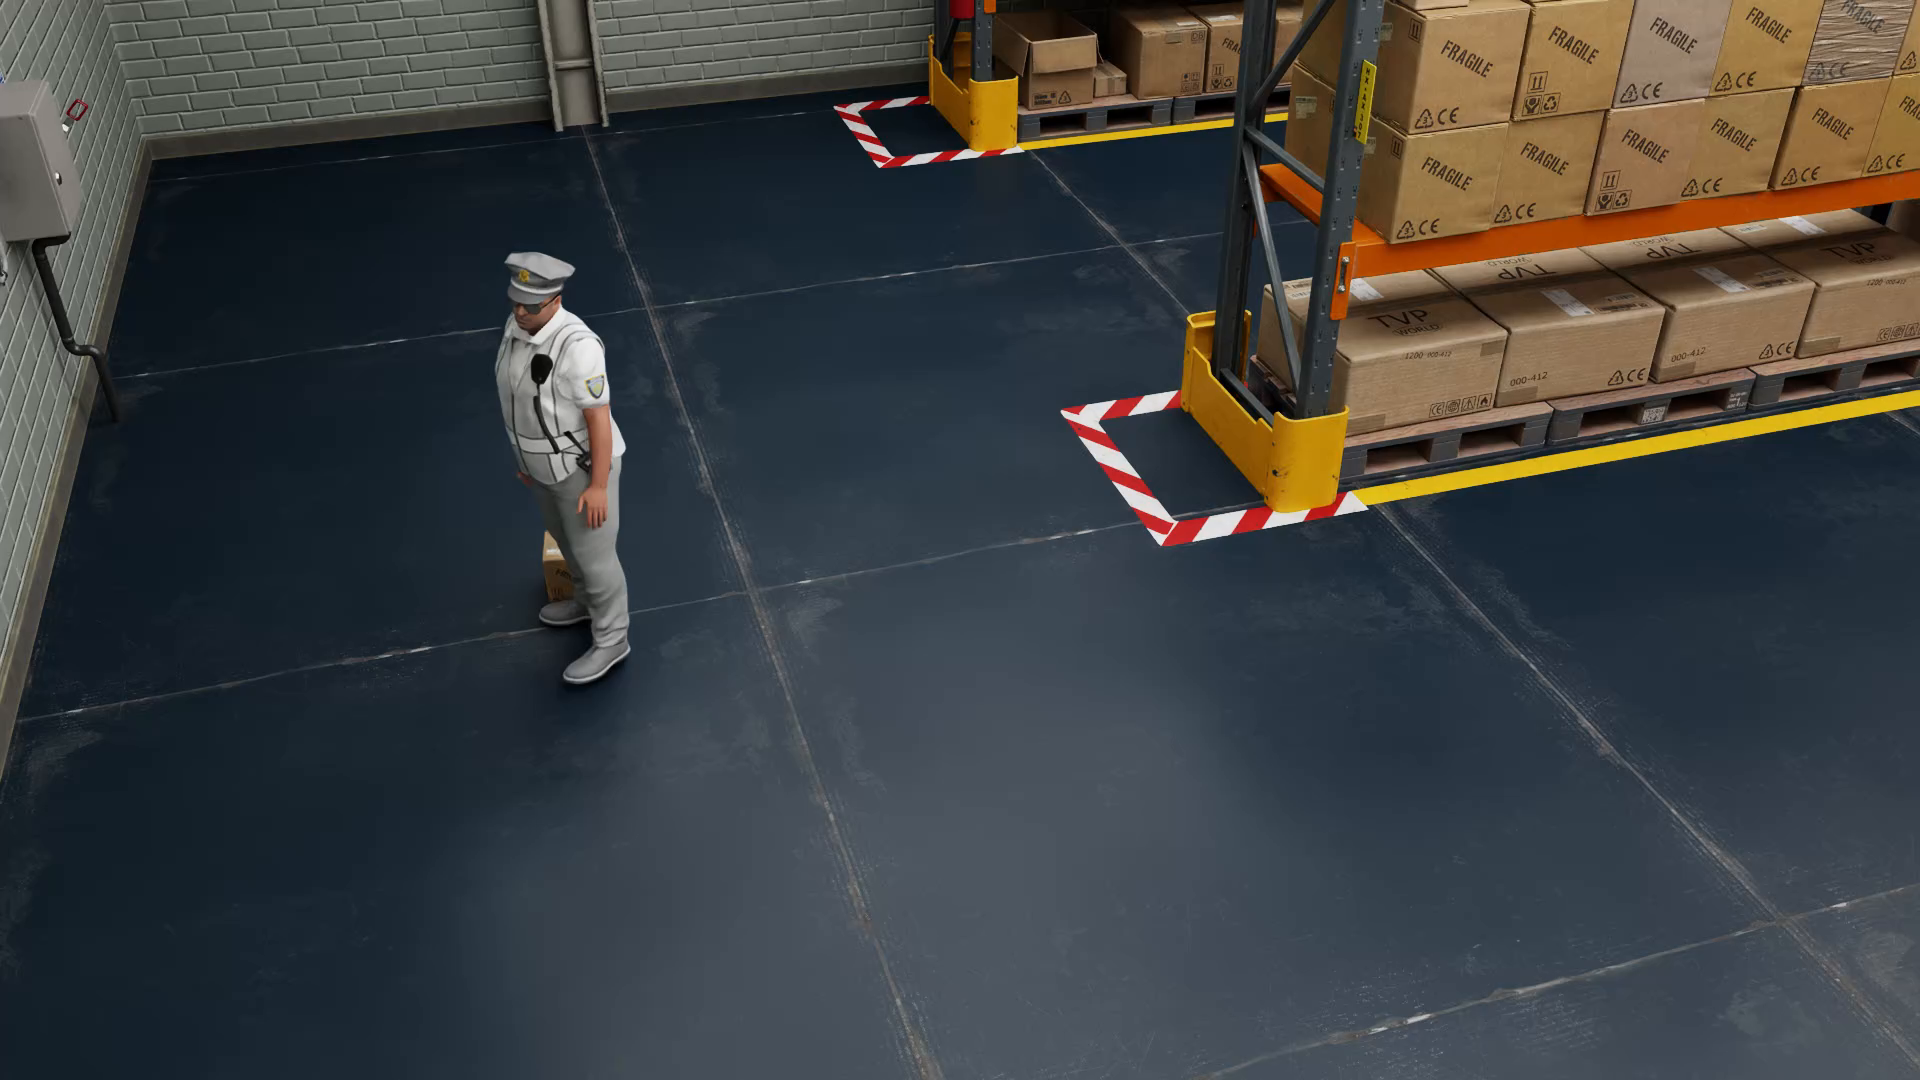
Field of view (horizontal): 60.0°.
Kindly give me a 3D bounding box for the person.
[{"bbox_3d":[-1.572,-0.292,6.524,0.467,1.763,0.622,-28,43,-35],"label":"person"}]
